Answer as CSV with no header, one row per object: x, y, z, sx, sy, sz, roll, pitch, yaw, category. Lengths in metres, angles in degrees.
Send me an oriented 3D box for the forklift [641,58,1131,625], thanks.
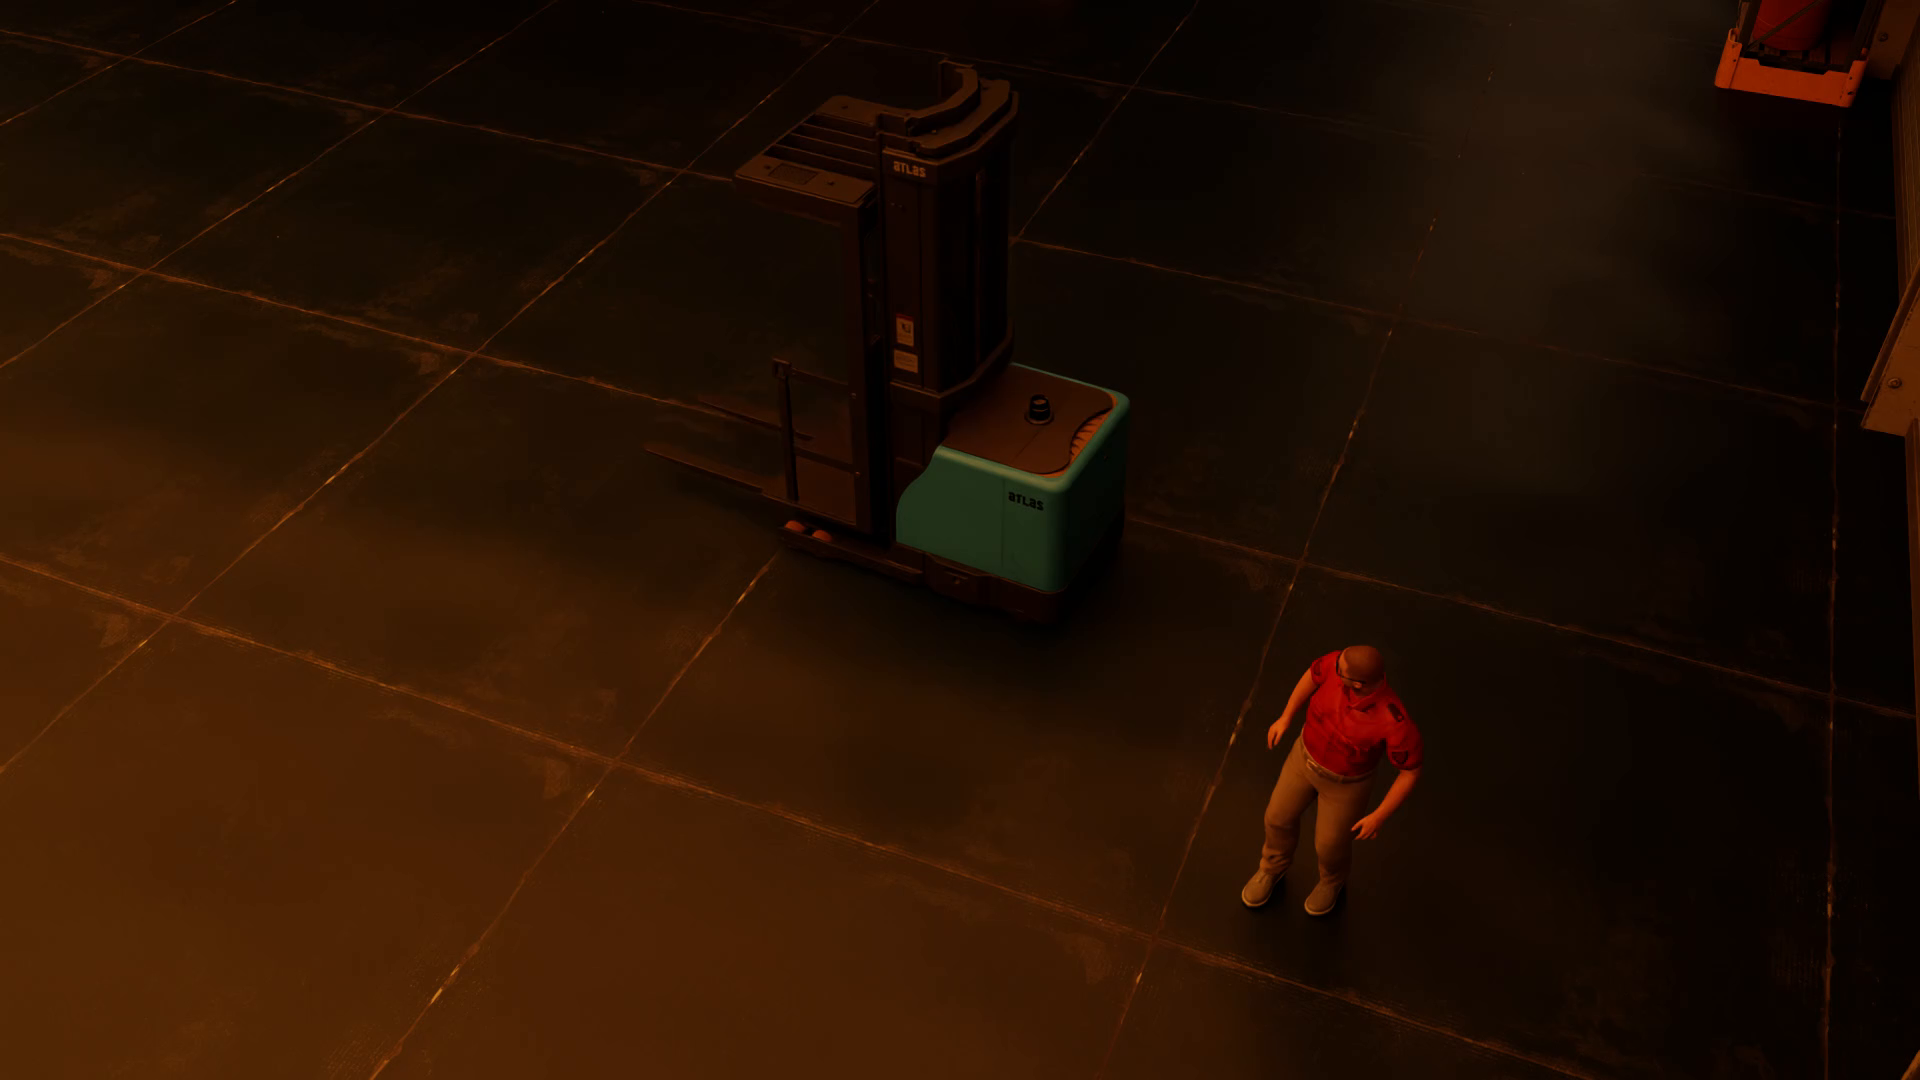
-0.547,-1.299,9.559,3.031,2.935,1.130,18,43,20,forklift

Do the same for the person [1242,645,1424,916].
1.698,1.110,7.634,0.518,1.709,0.748,-30,49,-31,person
